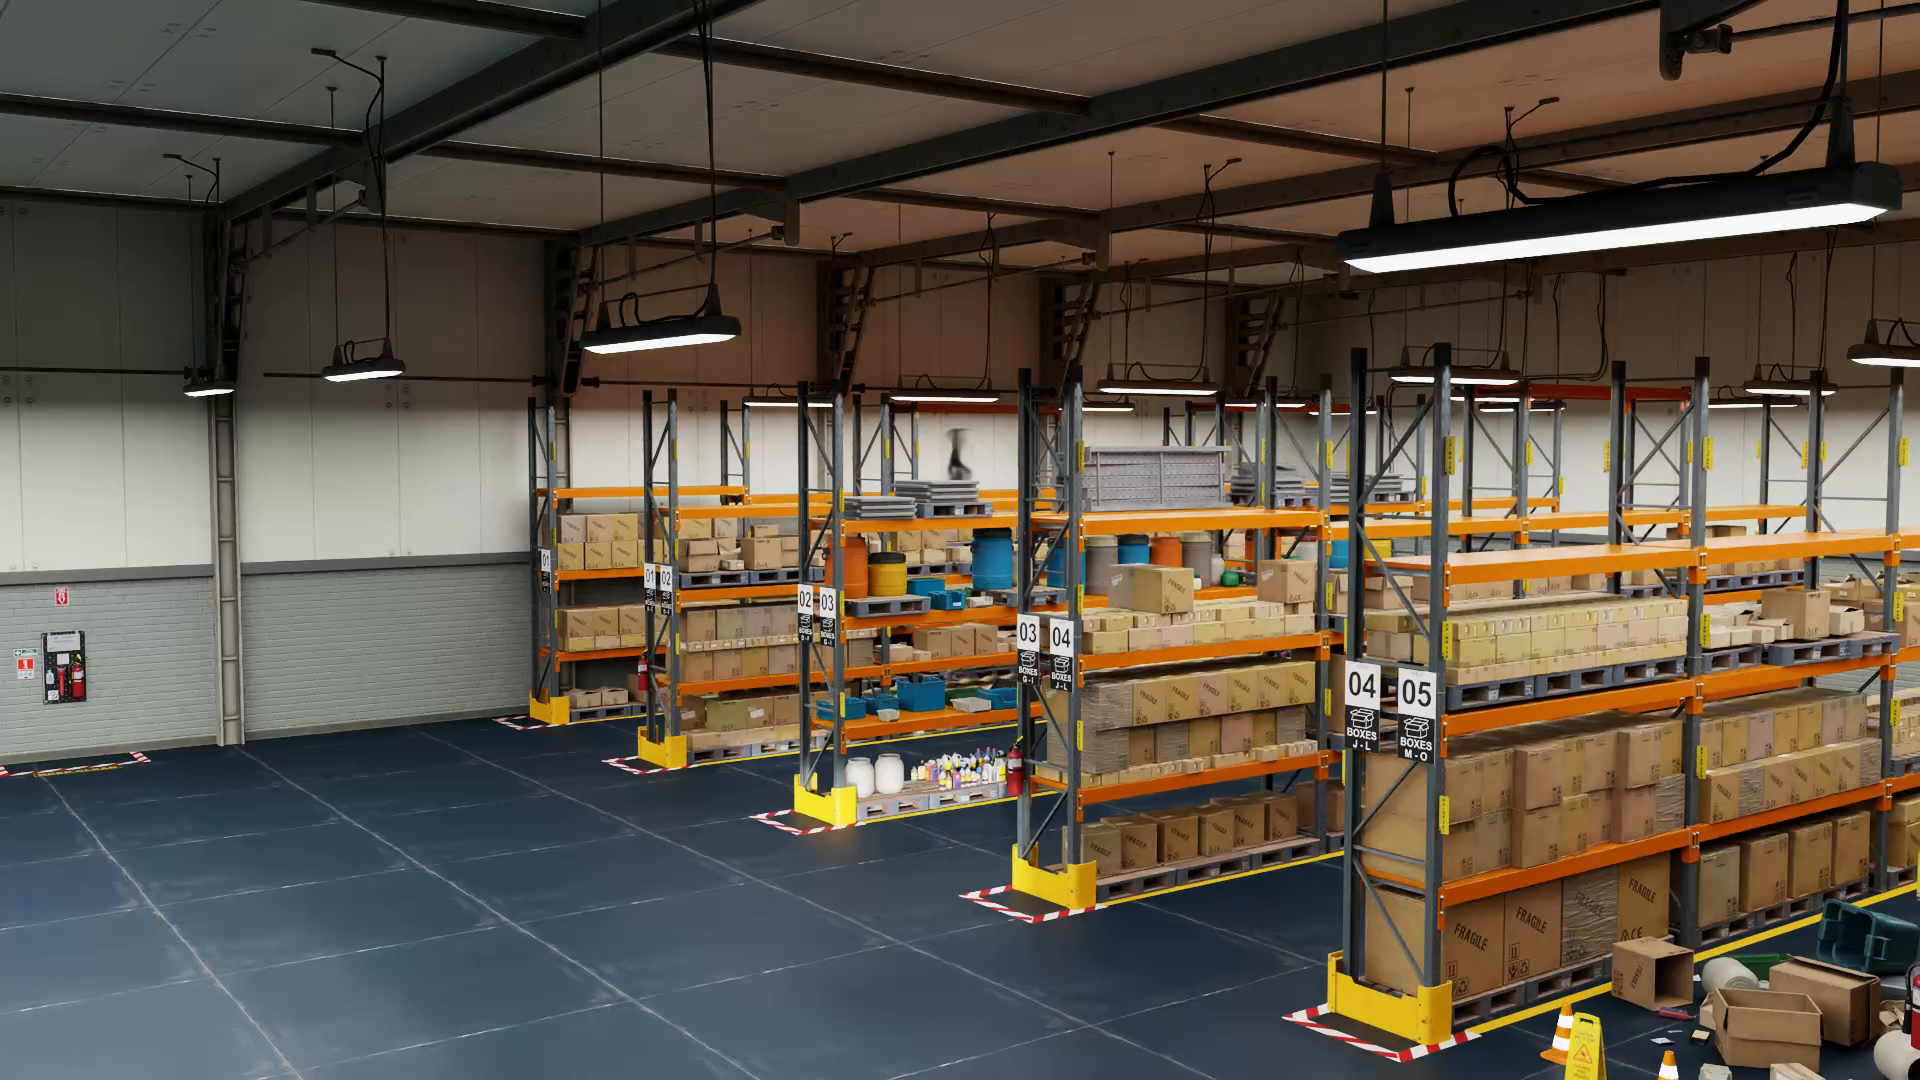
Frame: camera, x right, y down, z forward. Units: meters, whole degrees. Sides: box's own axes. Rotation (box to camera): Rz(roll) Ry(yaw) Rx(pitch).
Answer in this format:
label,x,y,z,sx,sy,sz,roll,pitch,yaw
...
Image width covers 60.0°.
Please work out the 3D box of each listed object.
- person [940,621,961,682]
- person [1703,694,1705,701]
label,x,y,z,sx,sy,sz,roll,pitch,yaw
person,-0.135,2.334,33.119,0.782,1.740,0.674,-3,5,-44
person,10.361,2.942,23.391,0.760,1.684,0.669,-3,4,-40
